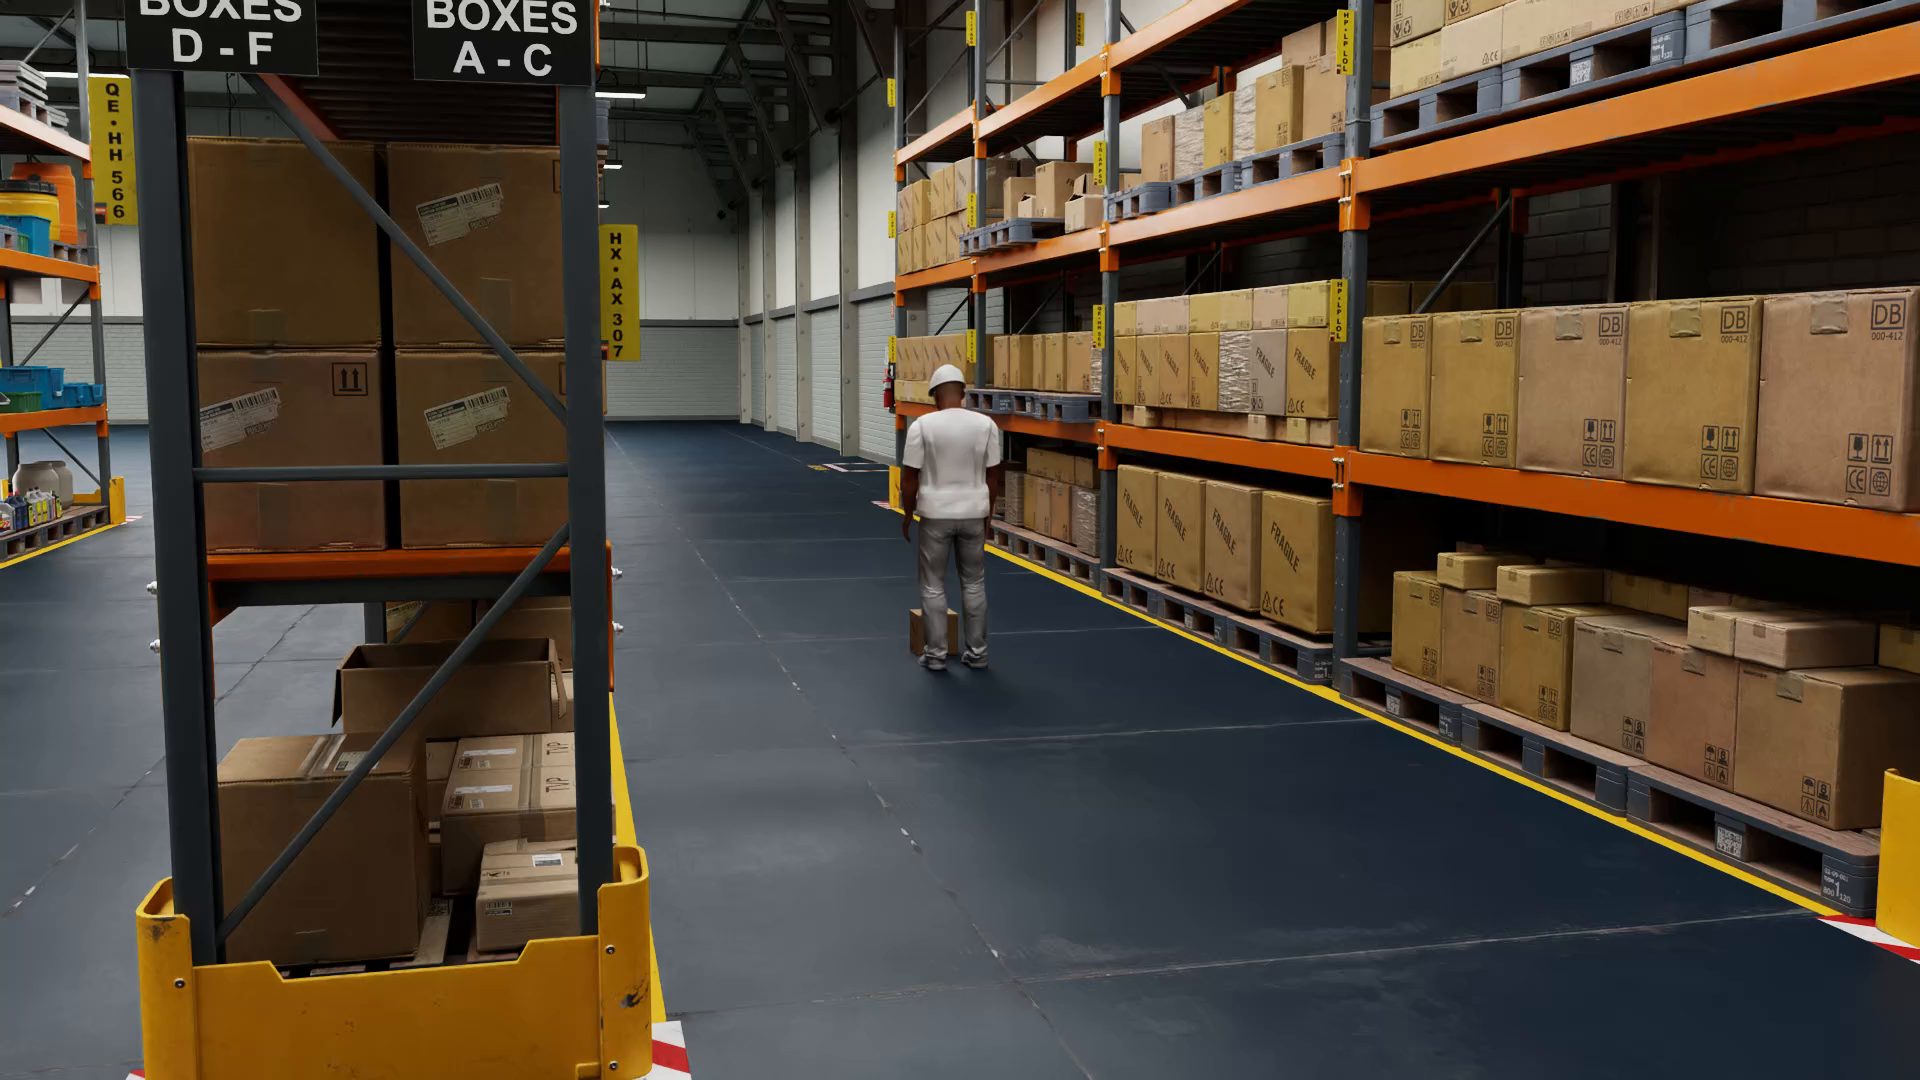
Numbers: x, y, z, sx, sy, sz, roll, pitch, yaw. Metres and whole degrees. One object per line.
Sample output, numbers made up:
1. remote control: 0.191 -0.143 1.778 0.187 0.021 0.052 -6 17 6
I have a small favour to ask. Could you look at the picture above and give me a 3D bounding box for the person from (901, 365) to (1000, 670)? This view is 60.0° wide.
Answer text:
1. person: -0.060 -0.131 9.640 0.571 1.757 0.379 -1 6 -13
